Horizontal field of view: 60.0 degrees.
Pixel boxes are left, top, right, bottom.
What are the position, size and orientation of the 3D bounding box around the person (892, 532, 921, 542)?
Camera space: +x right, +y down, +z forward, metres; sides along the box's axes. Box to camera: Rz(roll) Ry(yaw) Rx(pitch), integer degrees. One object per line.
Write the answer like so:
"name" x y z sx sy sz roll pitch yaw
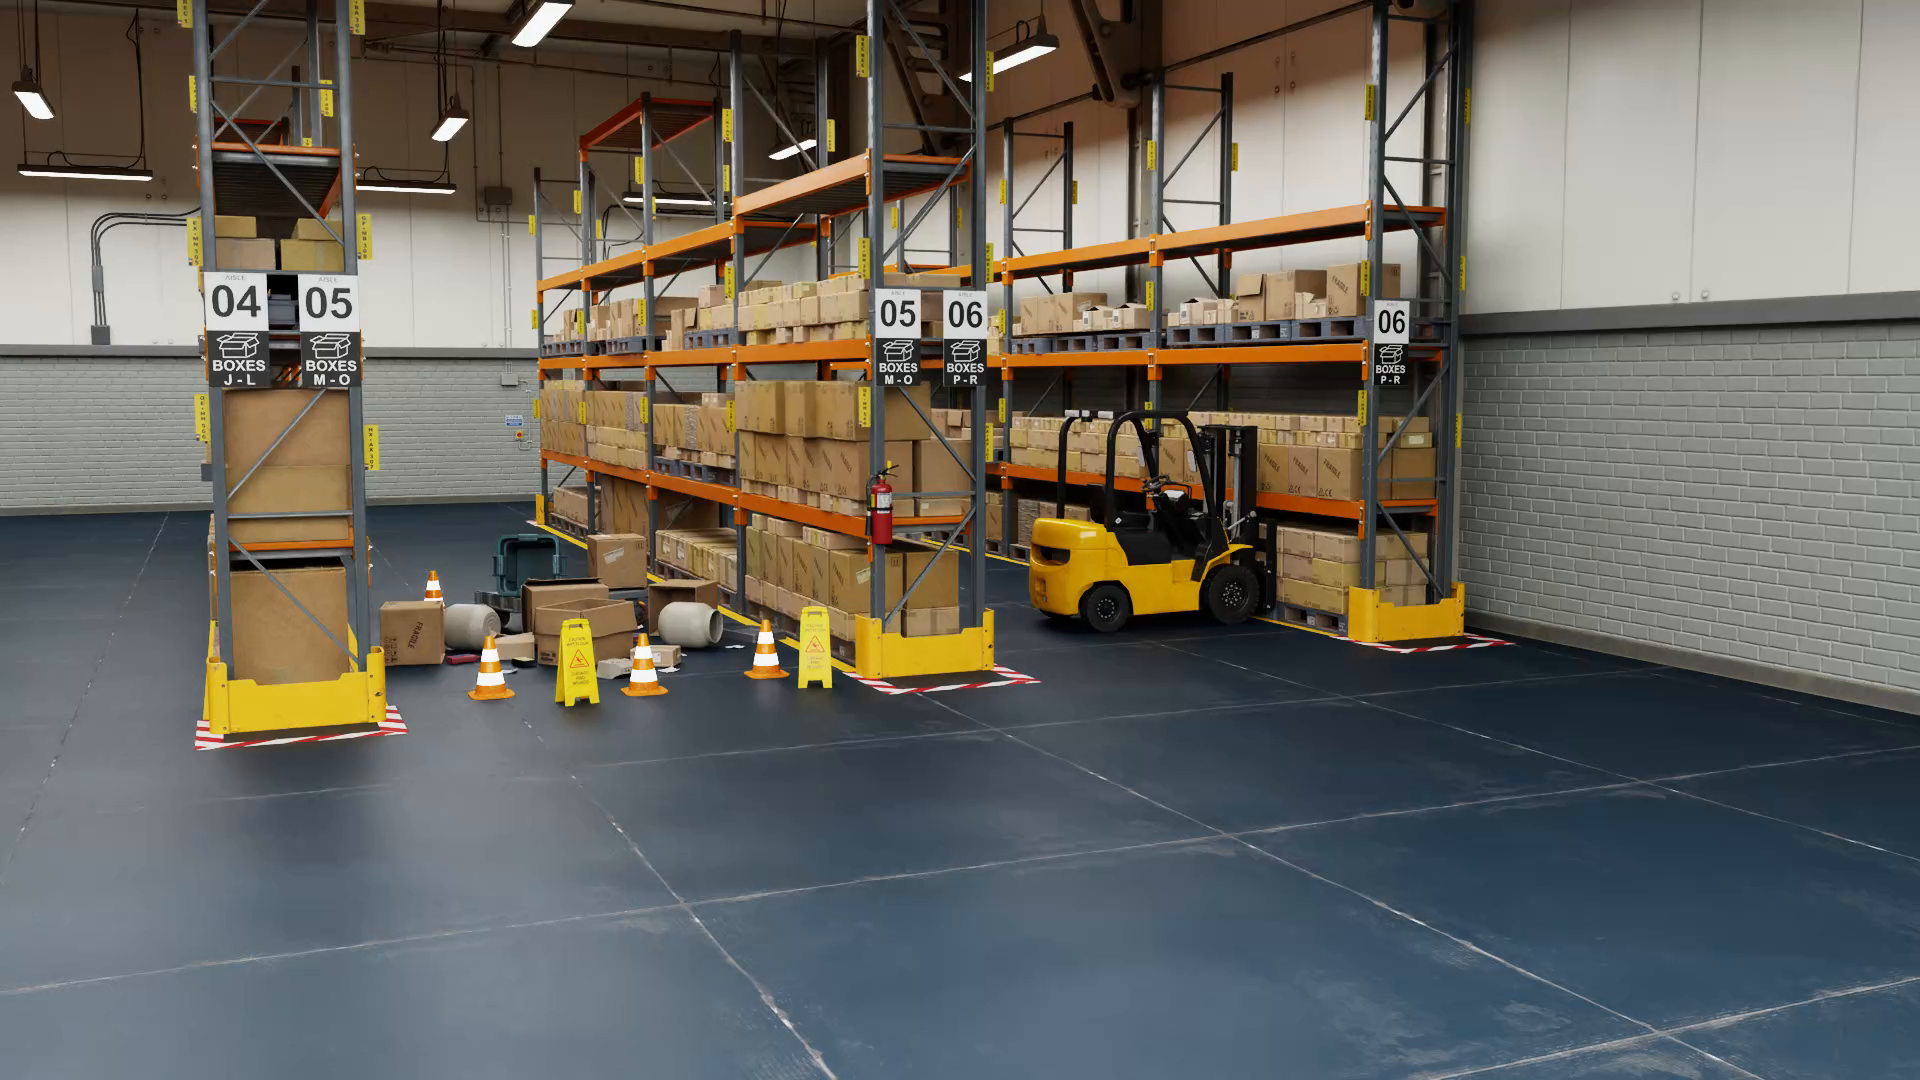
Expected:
"person" -0.642 -0.157 18.520 0.458 1.689 0.543 -2 6 -24
